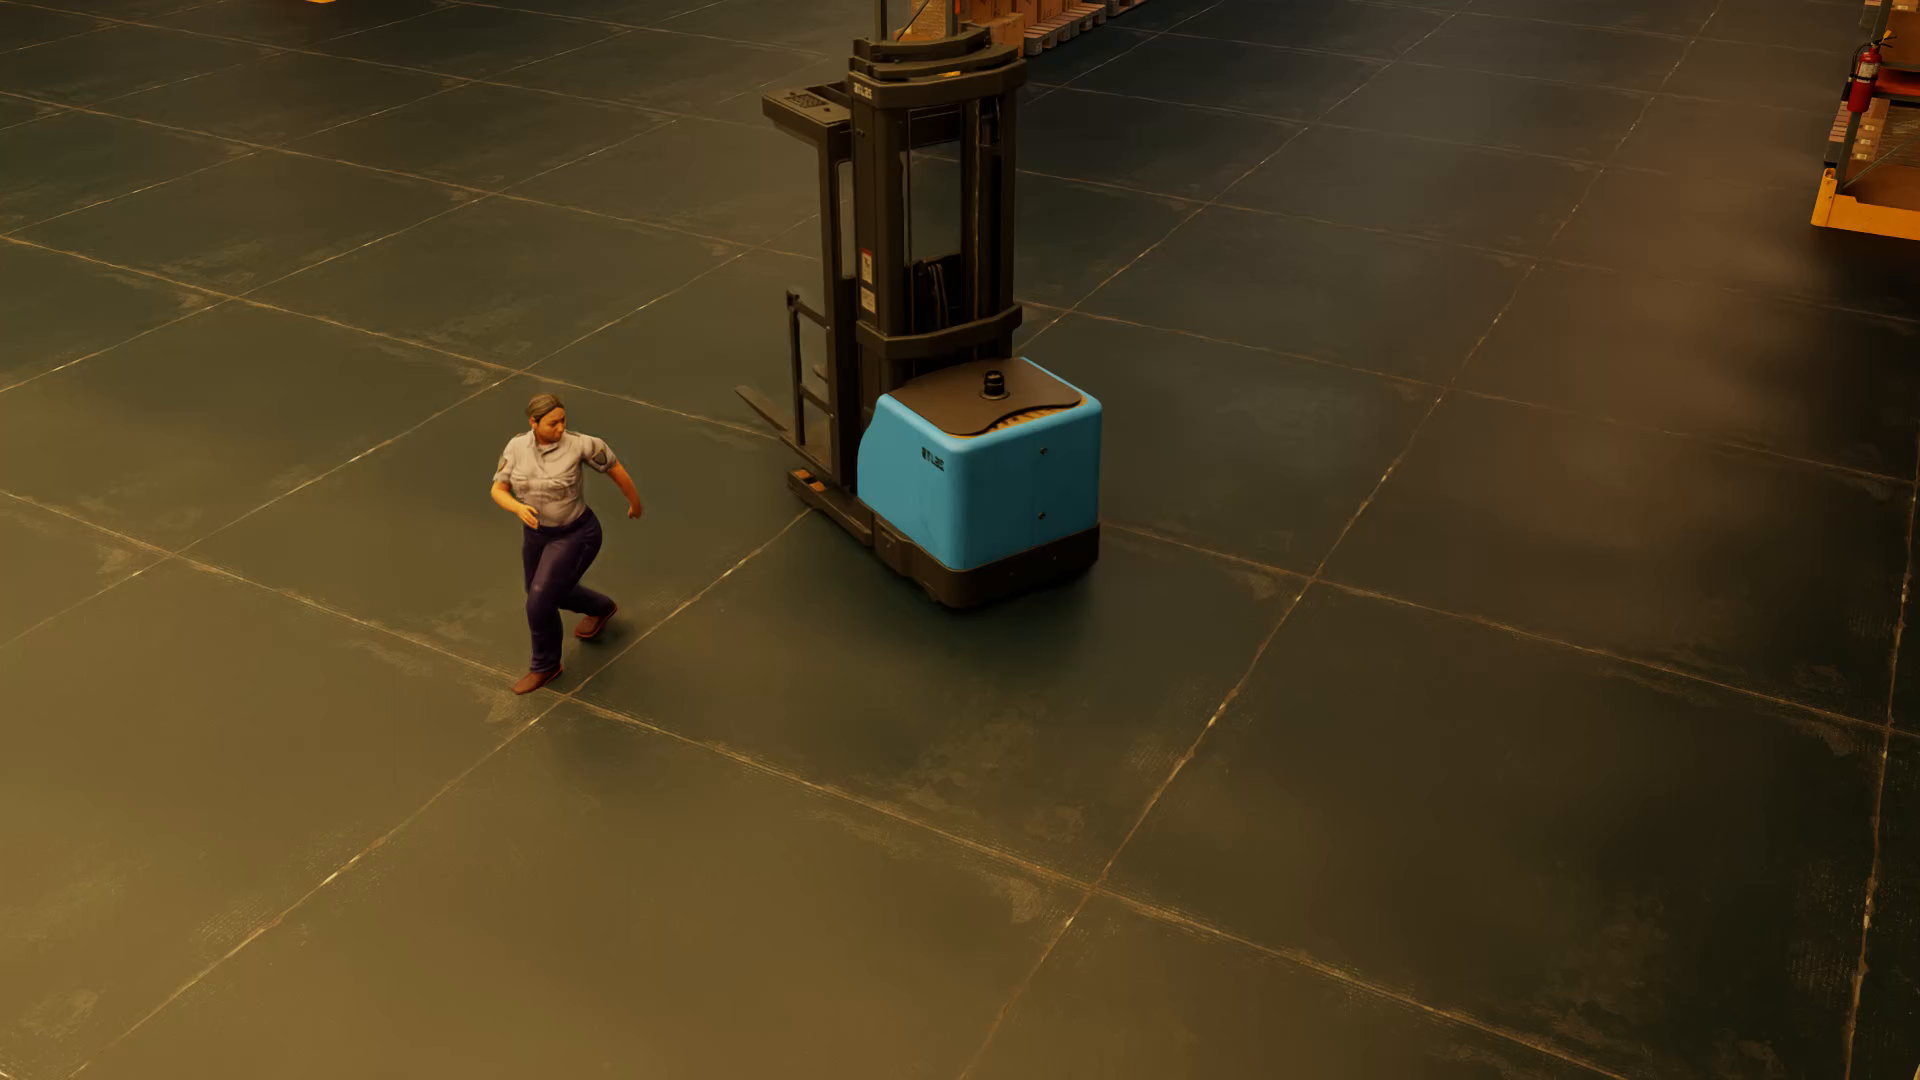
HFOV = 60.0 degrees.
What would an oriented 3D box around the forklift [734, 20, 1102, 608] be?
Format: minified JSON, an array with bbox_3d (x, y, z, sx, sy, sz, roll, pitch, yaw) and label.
[{"bbox_3d":[-0.430,-1.582,9.813,1.130,2.935,3.031,-18,35,-29],"label":"forklift"}]

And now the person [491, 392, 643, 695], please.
[{"bbox_3d":[-2.064,-0.036,8.539,0.509,1.574,0.854,16,34,26],"label":"person"}]
